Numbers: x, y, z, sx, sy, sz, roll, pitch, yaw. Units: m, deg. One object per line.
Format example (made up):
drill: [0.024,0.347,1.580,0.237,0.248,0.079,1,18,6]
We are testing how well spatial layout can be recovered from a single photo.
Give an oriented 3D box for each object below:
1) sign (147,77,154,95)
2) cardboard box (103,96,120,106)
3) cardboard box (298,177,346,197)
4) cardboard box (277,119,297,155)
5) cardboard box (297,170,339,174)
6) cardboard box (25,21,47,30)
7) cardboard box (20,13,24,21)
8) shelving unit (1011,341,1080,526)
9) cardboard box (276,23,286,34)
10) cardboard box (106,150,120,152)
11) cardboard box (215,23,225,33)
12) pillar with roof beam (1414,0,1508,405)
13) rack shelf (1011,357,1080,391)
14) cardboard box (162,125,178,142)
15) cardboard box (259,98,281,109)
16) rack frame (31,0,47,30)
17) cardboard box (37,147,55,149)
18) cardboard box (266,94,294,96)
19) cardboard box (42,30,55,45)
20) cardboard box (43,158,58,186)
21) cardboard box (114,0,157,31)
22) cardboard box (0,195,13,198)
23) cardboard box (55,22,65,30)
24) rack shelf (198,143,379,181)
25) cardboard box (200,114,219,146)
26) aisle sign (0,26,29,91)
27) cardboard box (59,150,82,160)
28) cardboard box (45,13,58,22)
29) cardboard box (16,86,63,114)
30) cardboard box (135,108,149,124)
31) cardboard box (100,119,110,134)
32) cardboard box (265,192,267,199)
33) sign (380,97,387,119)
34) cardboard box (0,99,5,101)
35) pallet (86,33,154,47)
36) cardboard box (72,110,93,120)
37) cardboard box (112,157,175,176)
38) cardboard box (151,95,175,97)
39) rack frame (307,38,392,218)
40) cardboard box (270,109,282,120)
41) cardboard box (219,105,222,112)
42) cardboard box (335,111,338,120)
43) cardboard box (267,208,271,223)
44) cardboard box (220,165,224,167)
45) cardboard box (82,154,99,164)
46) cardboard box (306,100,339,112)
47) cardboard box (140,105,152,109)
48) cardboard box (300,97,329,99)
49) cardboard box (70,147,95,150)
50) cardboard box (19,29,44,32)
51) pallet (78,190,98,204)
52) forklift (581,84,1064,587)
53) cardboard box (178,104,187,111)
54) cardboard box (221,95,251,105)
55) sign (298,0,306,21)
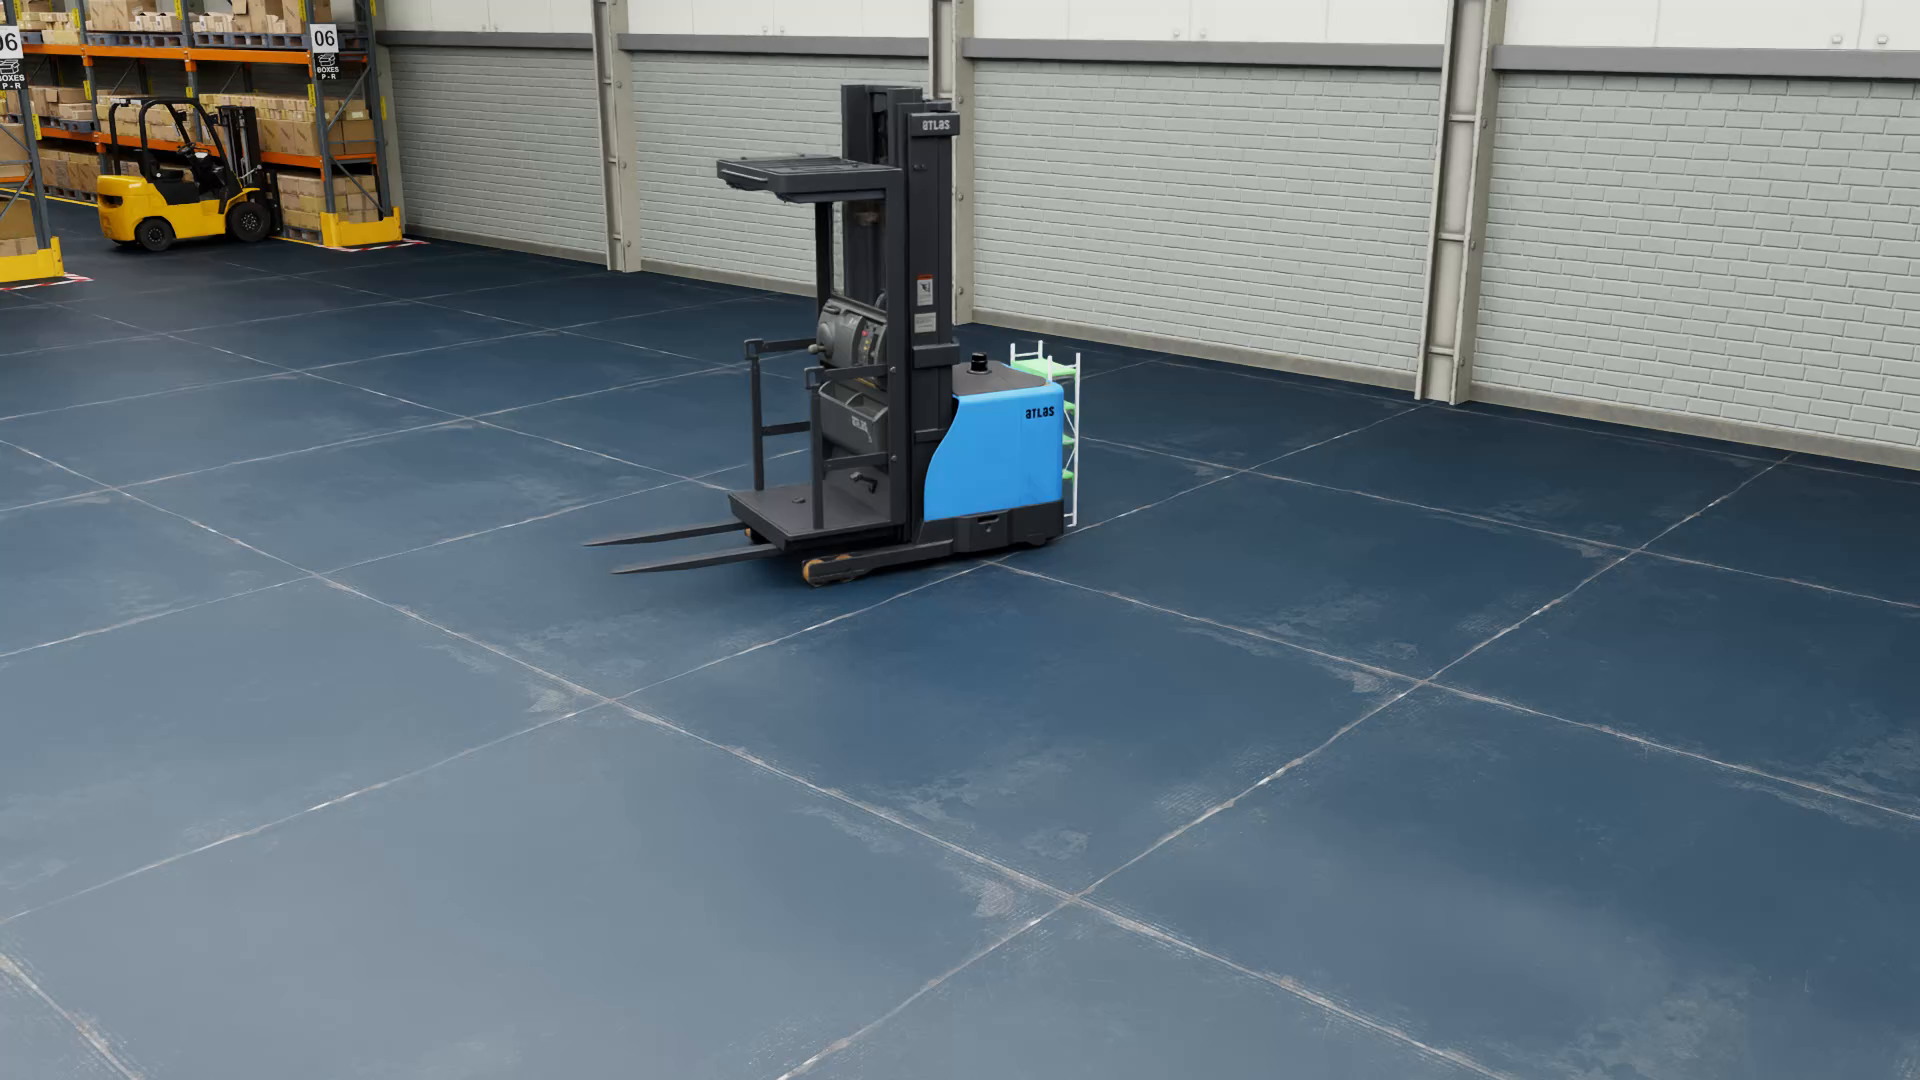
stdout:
sign: [-14.763,-8.270,30.297,0.005,0.325,0.100,15,23,39]
cardboard box: [-14.886,-7.765,29.382,0.250,0.149,0.380,16,23,40]
cardboard box: [-9.697,-5.374,25.283,0.500,0.250,0.500,16,24,41]
cardboard box: [-10.070,-6.179,25.457,0.500,0.500,0.500,16,24,41]
cardboard box: [-10.123,-5.693,26.291,0.500,0.250,0.500,15,23,39]
cardboard box: [-16.995,-9.500,30.684,0.250,0.149,0.380,16,23,40]
cardboard box: [-17.179,-9.692,30.798,0.250,0.149,0.380,15,23,40]
shelving unit: [0.574,-0.721,11.401,0.258,1.200,0.503,-9,20,-27]
cardboard box: [-9.967,-7.641,24.826,0.250,0.149,0.380,14,22,38]
cardboard box: [-16.102,-7.293,31.499,0.250,0.149,0.380,14,23,38]
cardboard box: [-11.429,-8.033,26.063,0.250,0.149,0.380,16,24,41]
pillar with roof beam: [1.537,-4.601,10.732,0.400,9.000,9.100,15,23,39]
rack shelf: [0.574,-1.118,11.275,0.258,0.148,0.480,-9,20,-27]
cardboard box: [-13.068,-6.859,28.013,0.500,0.250,0.500,15,23,39]
cardboard box: [-10.575,-6.742,25.667,0.250,0.149,0.380,16,23,40]
rack frame: [-18.121,-11.254,31.698,0.127,3.000,1.000,15,23,39]
cardboard box: [-17.771,-7.543,32.285,0.250,0.149,0.380,14,23,38]
cardboard box: [-10.922,-7.089,26.761,0.250,0.149,0.380,15,23,38]
cardboard box: [-16.425,-9.199,30.429,0.500,0.250,0.500,15,23,39]
cardboard box: [-17.133,-7.050,31.805,0.500,0.500,0.500,14,22,38]
cardboard box: [-13.988,-8.912,28.251,0.500,0.500,0.500,16,23,41]
cardboard box: [-13.270,-4.442,22.761,0.500,0.500,0.500,14,22,37]
cardboard box: [-16.130,-9.312,30.124,0.250,0.149,0.380,15,23,39]
rack shelf: [-10.642,-6.044,26.387,4.000,0.370,1.077,15,23,39]
cardboard box: [-11.979,-6.688,27.062,0.500,0.500,0.500,14,22,38]
aisle sign: [-12.186,-6.159,21.261,0.004,0.787,0.394,15,23,39]
cardboard box: [-16.790,-7.285,31.474,0.250,0.149,0.380,15,23,39]
cardboard box: [-16.363,-9.494,30.208,0.250,0.149,0.380,14,23,38]
cardboard box: [-17.520,-8.391,31.733,0.500,0.500,0.700,15,23,40]
cardboard box: [-13.807,-7.307,28.600,0.500,0.250,0.500,15,23,40]
cardboard box: [-14.960,-7.376,29.642,0.500,0.250,0.500,15,23,39]
cardboard box: [-10.857,-5.444,26.331,0.500,0.250,0.500,15,23,39]
sign: [-8.773,-6.560,25.262,0.005,0.325,0.100,15,23,39]
cardboard box: [-19.048,-8.610,33.038,0.500,0.250,0.500,15,23,39]
pallet: [-14.562,-8.815,29.284,1.003,0.211,1.213,16,24,42]
cardboard box: [-15.875,-7.717,30.191,0.250,0.149,0.380,16,23,40]
cardboard box: [-14.672,-6.532,29.966,0.625,0.625,0.875,16,24,41]
cardboard box: [-14.099,-7.803,29.501,0.250,0.149,0.380,14,23,38]
rack frame: [-9.146,-5.986,25.013,0.127,3.000,1.000,15,23,39]
cardboard box: [-10.364,-6.554,25.568,0.250,0.149,0.380,14,22,38]
cardboard box: [-11.666,-6.924,26.734,0.250,0.149,0.380,15,23,39]
cardboard box: [-9.454,-6.504,25.410,0.250,0.149,0.380,15,23,39]
cardboard box: [-10.844,-5.202,26.394,0.500,0.250,0.500,16,24,41]
cardboard box: [-11.984,-5.987,27.215,0.500,0.250,0.500,15,23,38]
cardboard box: [-15.892,-6.999,30.573,0.250,0.149,0.380,14,22,36]
cardboard box: [-9.554,-6.508,24.931,0.250,0.149,0.380,15,23,39]
cardboard box: [-13.765,-7.449,28.388,0.250,0.149,0.380,14,23,38]
cardboard box: [-10.024,-6.810,25.882,0.250,0.149,0.380,16,24,41]
cardboard box: [-17.057,-7.560,32.341,0.250,0.149,0.380,14,22,37]
cardboard box: [-18.311,-10.061,32.652,0.500,0.250,0.500,14,23,38]
pallet: [-15.663,-6.421,30.996,1.213,0.211,1.003,15,23,39]
forklift: [-0.860,-1.293,10.342,3.031,2.935,1.130,-9,20,-26]
cardboard box: [-12.745,-7.212,27.639,0.250,0.149,0.380,15,23,38]
cardboard box: [-11.519,-7.000,26.480,0.250,0.149,0.380,16,23,40]
sign: [-9.516,-7.680,24.059,0.005,0.325,0.100,15,23,39]
